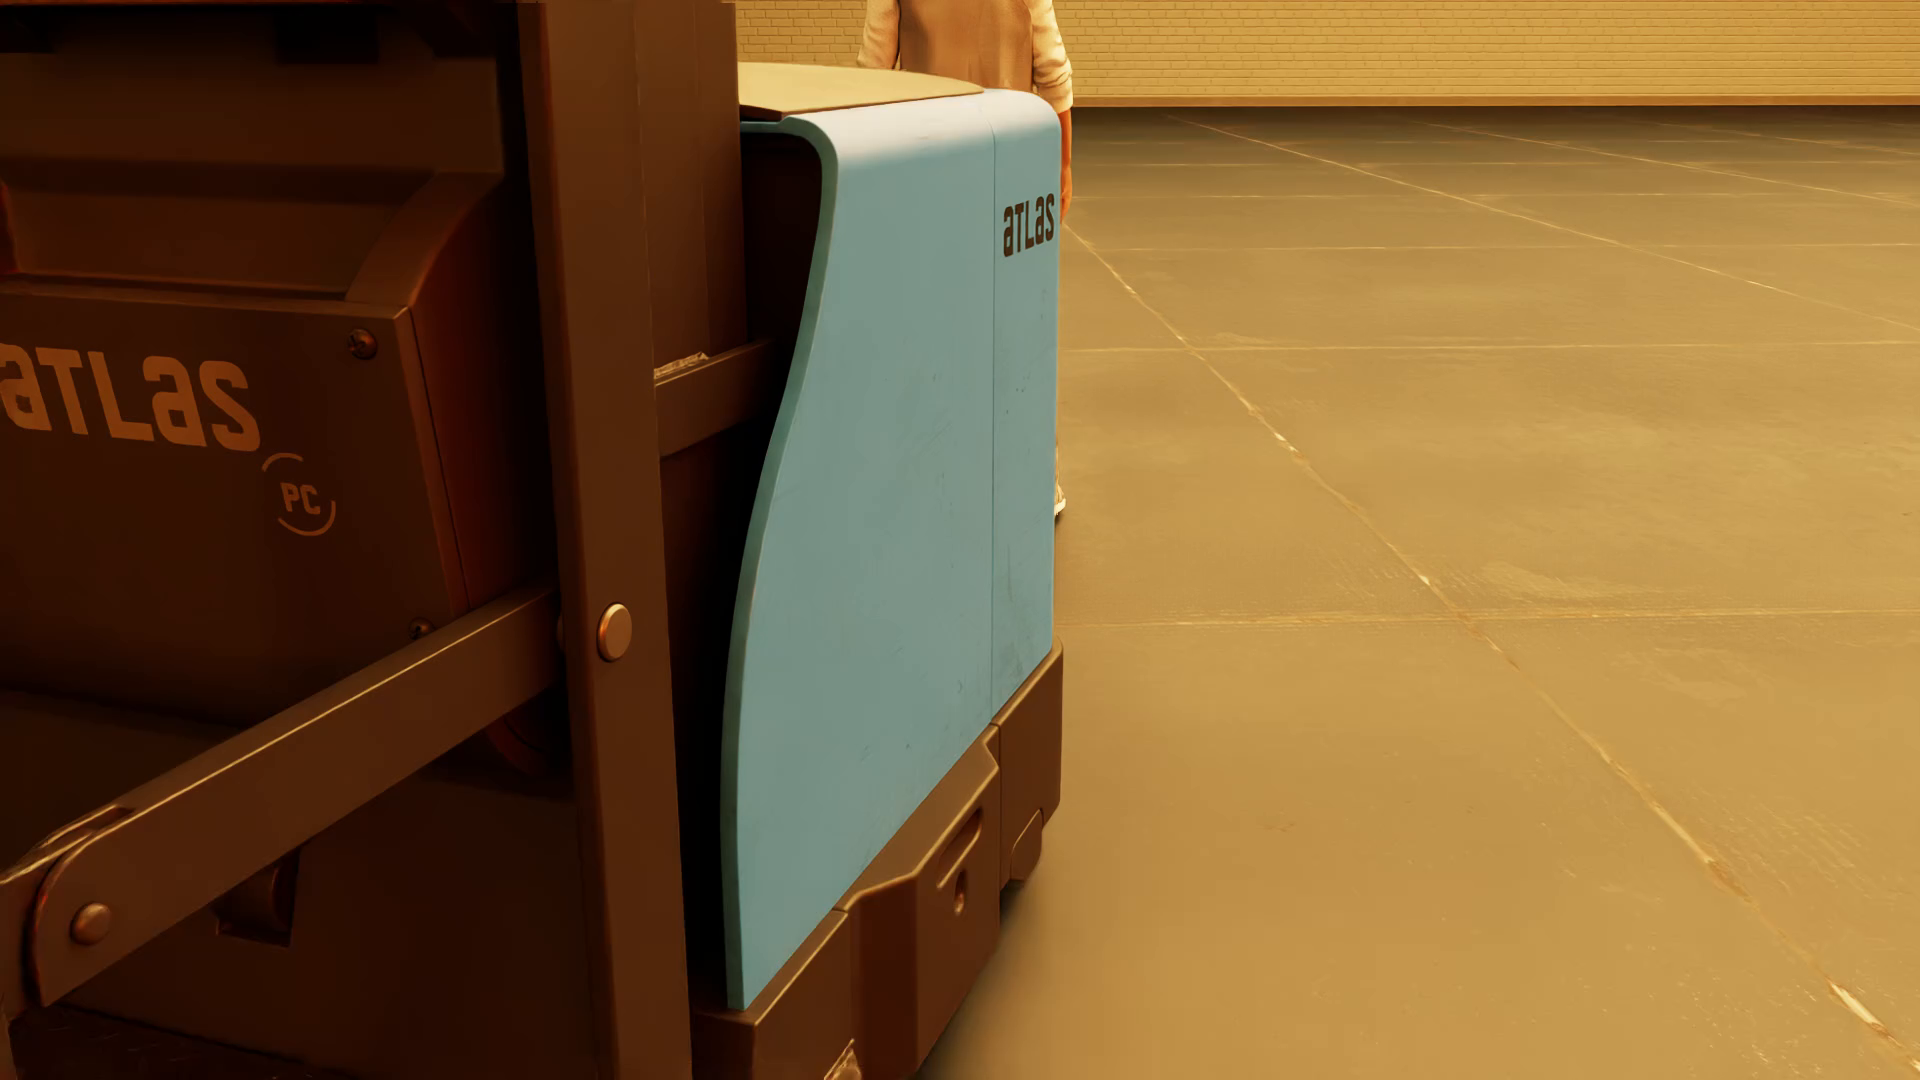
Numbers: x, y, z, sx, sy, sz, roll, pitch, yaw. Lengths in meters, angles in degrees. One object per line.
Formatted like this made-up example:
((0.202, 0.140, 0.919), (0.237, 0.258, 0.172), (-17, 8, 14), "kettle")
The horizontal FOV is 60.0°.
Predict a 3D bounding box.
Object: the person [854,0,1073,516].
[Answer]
((0.010, -0.792, 3.753), (0.520, 1.597, 0.475), (-1, 17, -3), "person")

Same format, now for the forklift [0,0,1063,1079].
((-0.826, -0.609, 0.897), (1.130, 2.935, 3.031), (6, 18, 19), "forklift")
